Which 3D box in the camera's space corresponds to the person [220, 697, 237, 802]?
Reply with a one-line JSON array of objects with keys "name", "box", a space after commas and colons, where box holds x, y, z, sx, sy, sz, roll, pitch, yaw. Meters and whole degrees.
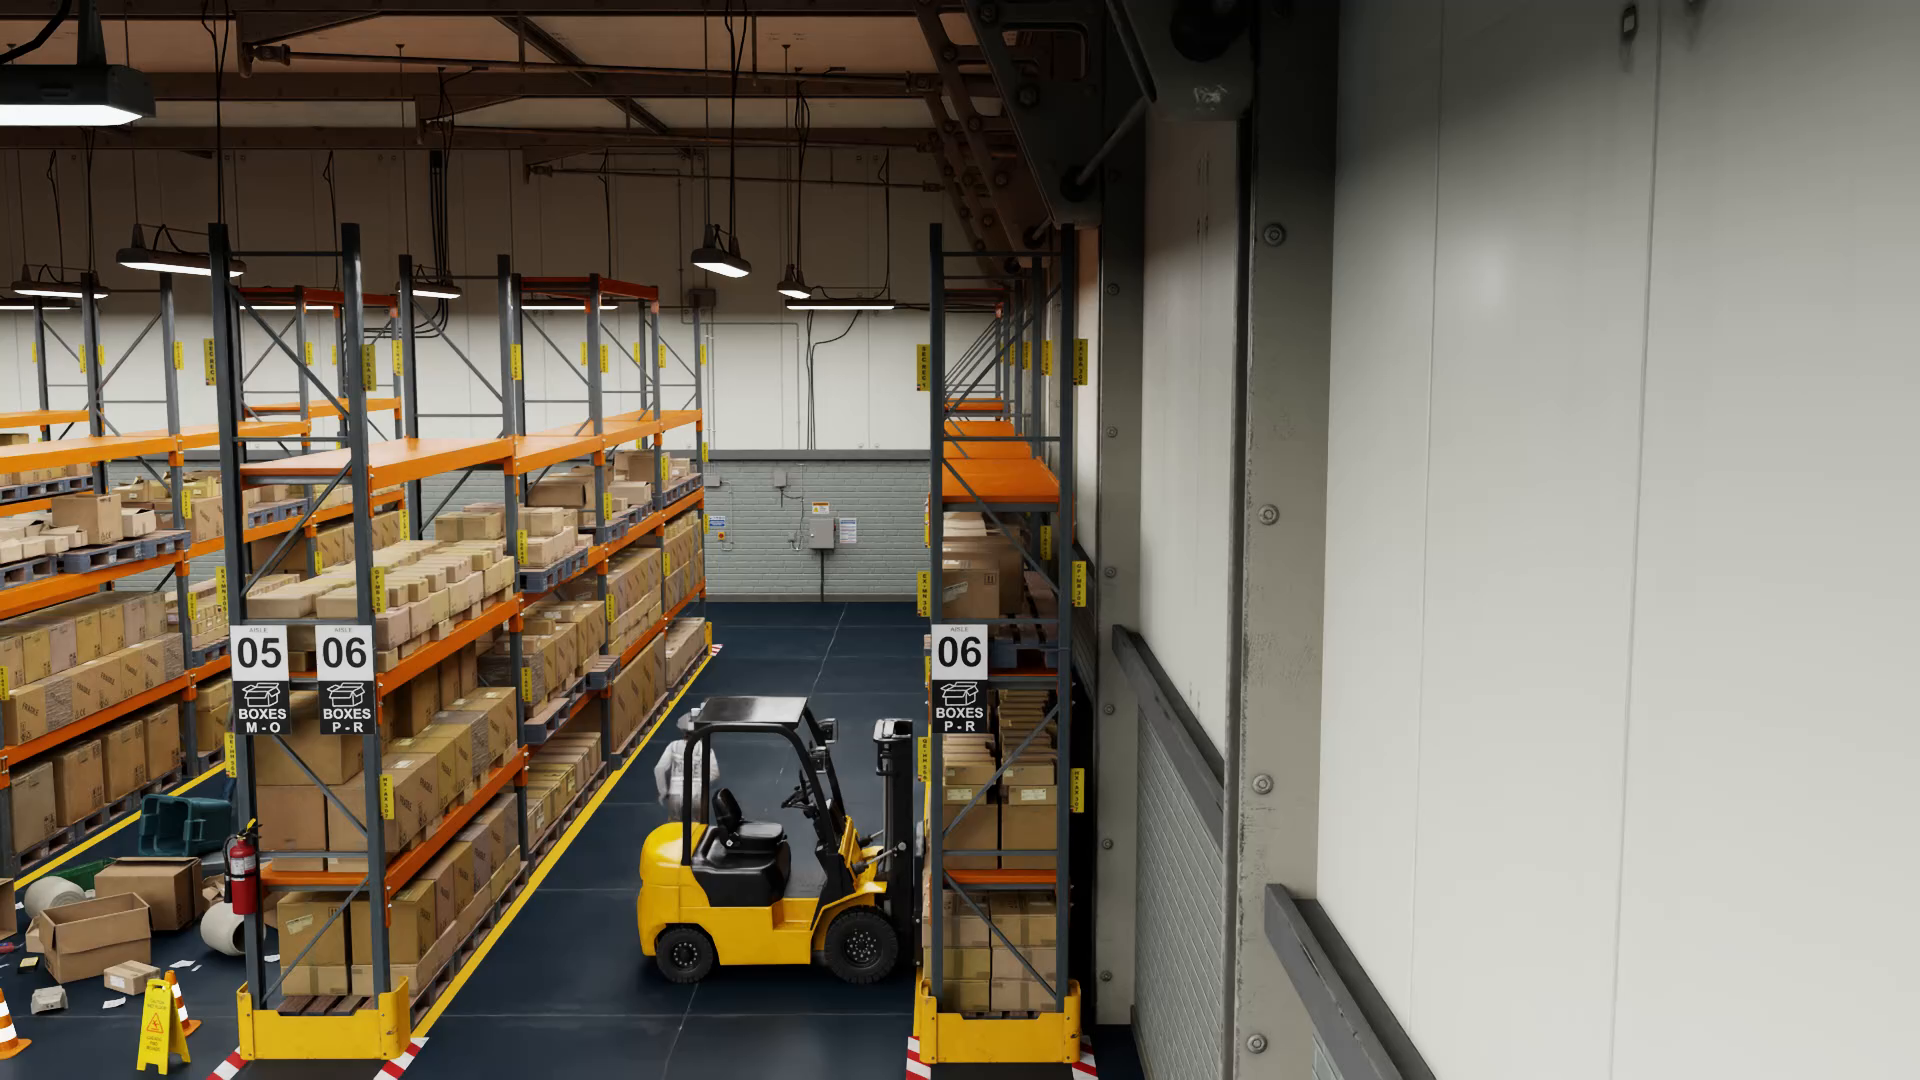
[{"name": "person", "box": [-7.859, 2.272, 18.200, 0.479, 1.576, 0.609, 0, 7, 2]}]

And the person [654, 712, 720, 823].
[{"name": "person", "box": [-2.633, 2.408, 16.082, 0.618, 1.458, 0.716, 0, 7, 1]}]
